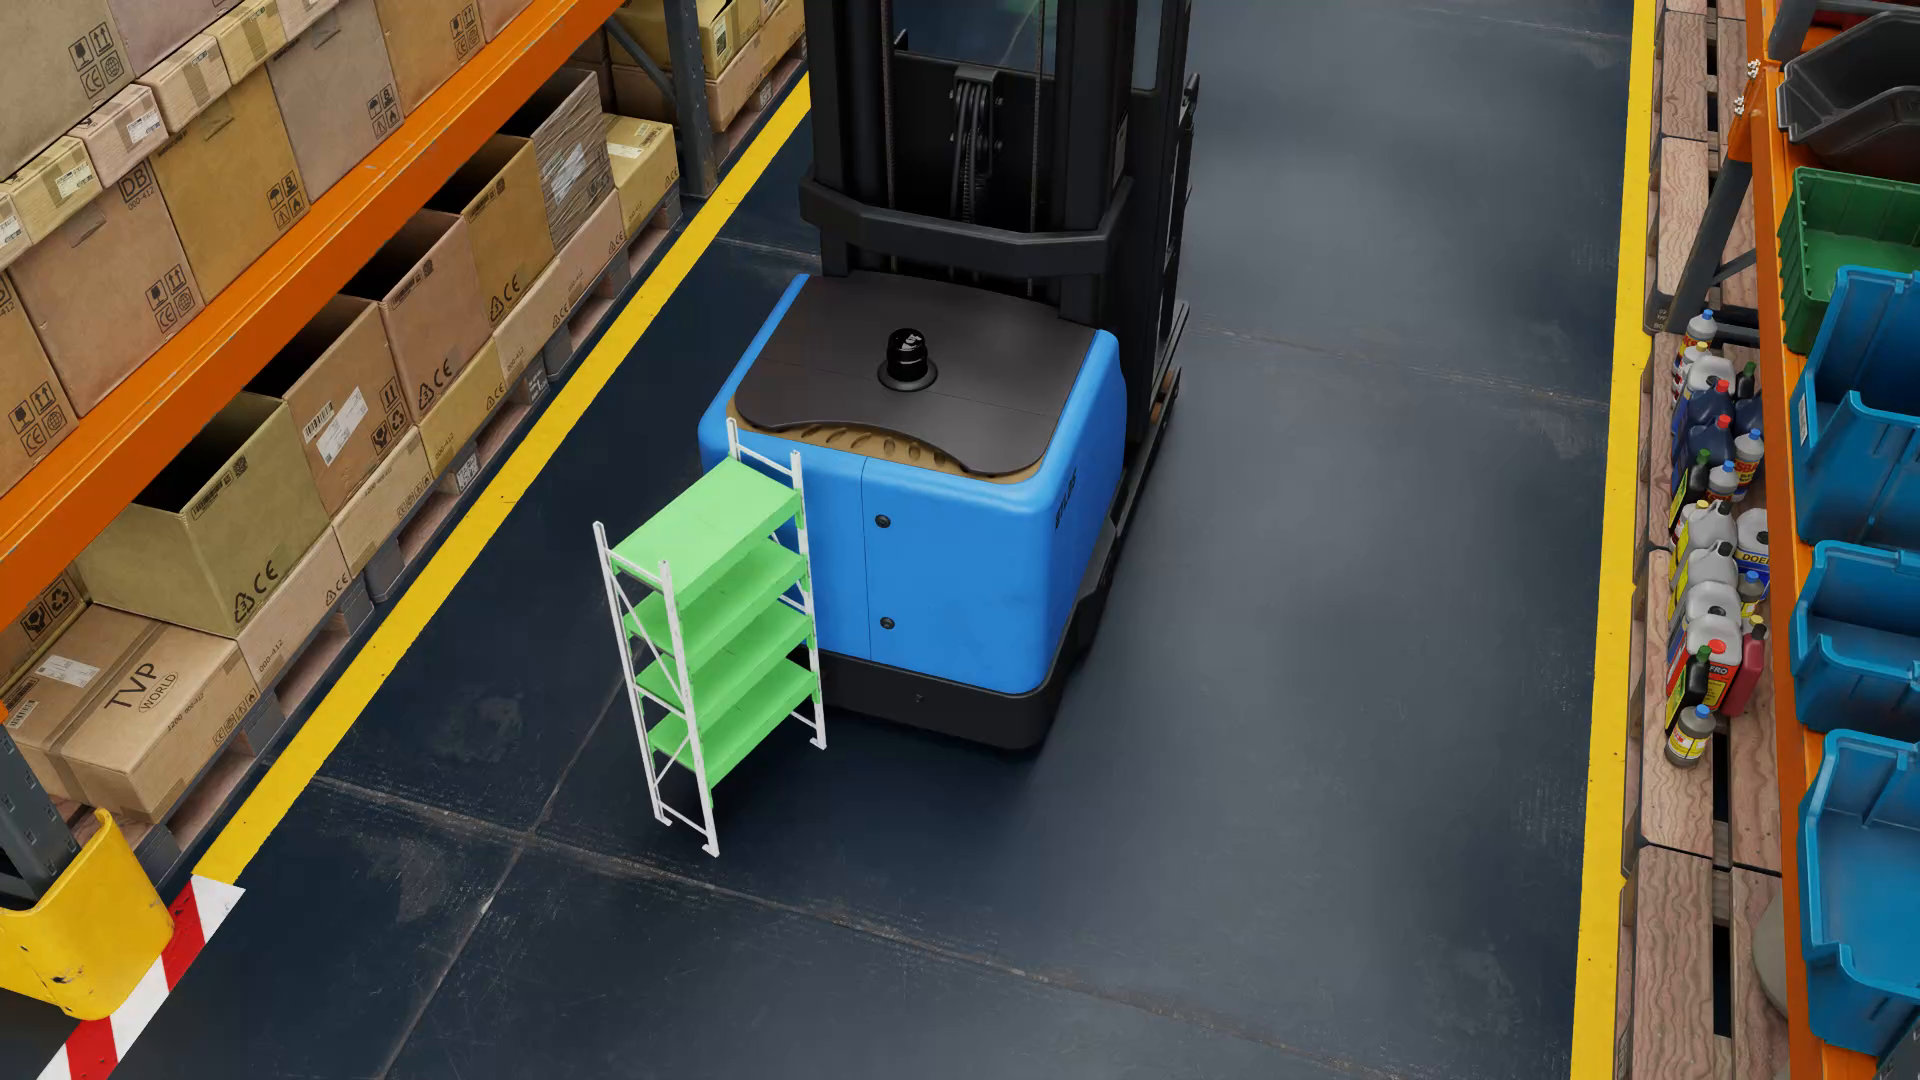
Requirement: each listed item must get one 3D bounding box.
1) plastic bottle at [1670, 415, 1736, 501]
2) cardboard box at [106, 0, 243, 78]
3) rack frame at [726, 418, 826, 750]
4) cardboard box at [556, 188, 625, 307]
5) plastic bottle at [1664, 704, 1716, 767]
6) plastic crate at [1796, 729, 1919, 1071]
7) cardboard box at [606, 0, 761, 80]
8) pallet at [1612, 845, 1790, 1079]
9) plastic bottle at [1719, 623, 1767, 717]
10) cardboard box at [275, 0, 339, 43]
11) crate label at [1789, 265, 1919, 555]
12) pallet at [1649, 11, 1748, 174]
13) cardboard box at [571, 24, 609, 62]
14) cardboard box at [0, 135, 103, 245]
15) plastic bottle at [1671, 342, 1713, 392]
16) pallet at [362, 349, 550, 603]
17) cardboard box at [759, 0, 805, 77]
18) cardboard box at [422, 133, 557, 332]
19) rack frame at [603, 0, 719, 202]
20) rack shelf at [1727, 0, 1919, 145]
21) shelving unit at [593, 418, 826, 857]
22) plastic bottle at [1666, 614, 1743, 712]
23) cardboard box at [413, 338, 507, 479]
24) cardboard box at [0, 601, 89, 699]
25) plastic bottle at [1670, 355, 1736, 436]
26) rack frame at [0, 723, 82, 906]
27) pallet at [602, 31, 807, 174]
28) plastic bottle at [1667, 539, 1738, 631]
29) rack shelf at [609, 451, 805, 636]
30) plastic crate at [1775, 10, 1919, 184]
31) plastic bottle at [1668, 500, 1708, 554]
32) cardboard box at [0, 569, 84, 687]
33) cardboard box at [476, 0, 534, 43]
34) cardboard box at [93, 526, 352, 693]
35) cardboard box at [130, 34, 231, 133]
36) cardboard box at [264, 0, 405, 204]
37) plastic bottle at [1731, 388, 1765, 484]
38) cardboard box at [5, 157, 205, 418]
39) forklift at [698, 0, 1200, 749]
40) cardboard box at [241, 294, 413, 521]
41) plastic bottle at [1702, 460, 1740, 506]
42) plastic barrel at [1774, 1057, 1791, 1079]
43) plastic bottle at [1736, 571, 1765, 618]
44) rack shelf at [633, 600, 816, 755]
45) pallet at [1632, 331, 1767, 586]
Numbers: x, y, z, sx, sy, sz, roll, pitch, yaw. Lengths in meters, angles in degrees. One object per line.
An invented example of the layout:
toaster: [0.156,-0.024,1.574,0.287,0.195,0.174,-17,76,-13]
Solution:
plastic bottle: [2.460,-0.281,5.472,0.144,0.351,0.185,11,45,11]
cardboard box: [-2.298,-1.563,4.203,0.700,0.500,0.500,13,46,13]
rack frame: [-0.511,0.160,4.728,0.240,1.200,0.015,27,50,25]
cardboard box: [-1.655,-1.179,6.475,0.500,0.250,0.500,13,46,13]
plastic bottle: [2.084,0.546,4.734,0.097,0.201,0.097,0,44,0]
plastic crate: [1.812,0.676,3.021,0.499,0.251,0.616,13,46,13]
cardboard box: [-1.200,-2.288,7.209,0.500,0.311,0.500,13,46,13]
pallet: [2.175,1.416,4.152,1.003,0.211,1.213,13,46,13]
plastic bottle: [2.288,0.377,4.848,0.061,0.283,0.133,13,46,13]
cardboard box: [-1.983,-1.540,4.643,0.380,0.149,0.250,13,46,13]
crate label: [2.246,-0.277,3.863,0.502,0.435,0.616,13,46,13]
pallet: [3.726,-1.997,7.640,1.003,0.211,1.213,13,46,13]
cardboard box: [-1.713,-2.396,7.319,0.500,0.311,0.500,13,46,13]
cardboard box: [-2.295,-0.858,3.946,0.380,0.149,0.250,13,46,13]
plastic bottle: [2.612,-0.616,5.921,0.097,0.201,0.097,0,44,0]
pallet: [-2.211,-0.364,5.971,1.003,0.211,1.213,13,46,13]
cardboard box: [-1.048,-2.422,7.746,0.500,0.250,0.500,14,46,14]
cardboard box: [-1.805,-1.113,5.872,0.500,0.500,0.500,13,46,13]
rack frame: [-1.562,-2.698,6.362,1.000,3.000,0.127,13,46,13]
rack shelf: [3.763,-2.722,6.902,1.077,0.370,4.000,13,46,13]
shelving unit: [-0.655,0.298,4.587,0.258,1.200,0.503,27,50,25]
plastic bottle: [2.187,0.357,4.873,0.152,0.276,0.135,13,46,13]
cardboard box: [-1.943,-0.509,5.791,0.500,0.250,0.500,13,46,13]
cardboard box: [-2.893,0.381,4.882,0.500,0.250,0.500,13,46,13]
plastic bottle: [2.571,-0.489,5.738,0.152,0.276,0.135,14,46,14]
rack frame: [-2.774,-0.032,3.638,1.000,3.000,0.127,13,46,13]
pallet: [-1.376,-2.201,7.848,1.003,0.211,1.213,13,46,13]
plastic bottle: [2.275,0.127,5.055,0.144,0.351,0.185,14,46,14]
rack shelf: [-0.655,0.001,4.296,0.258,0.148,0.480,27,50,25]
plastic crate: [2.878,-1.302,4.980,0.767,0.338,0.504,13,46,13]
plastic bottle: [2.352,-0.044,5.336,0.097,0.201,0.097,0,44,0]
cardboard box: [-2.895,0.113,4.620,0.500,0.500,0.500,13,46,13]
cardboard box: [-1.844,-2.084,5.663,0.700,0.500,0.500,12,46,12]
cardboard box: [-2.251,0.157,5.111,0.500,0.250,0.500,13,46,13]
cardboard box: [-2.138,-1.204,4.300,0.380,0.149,0.250,11,45,11]
cardboard box: [-2.154,-1.408,4.973,0.700,0.500,0.500,14,46,14]
plastic bottle: [2.655,-0.376,5.569,0.144,0.351,0.185,13,46,13]
cardboard box: [-2.466,-0.727,4.277,0.700,0.500,0.500,14,46,14]
forklift: [0.190,-1.468,5.154,1.130,2.935,3.031,12,46,12]
cardboard box: [-2.110,-0.447,5.192,0.500,0.500,0.500,13,46,13]
plastic bottle: [2.451,-0.146,5.391,0.097,0.271,0.097,0,44,0]
plastic barrel: [2.072,1.304,3.751,0.421,0.512,0.421,0,44,0]
plastic bottle: [2.404,0.176,5.111,0.097,0.201,0.097,0,44,0]
rack shelf: [-0.655,0.344,4.632,0.258,0.148,0.480,27,50,25]
pallet: [2.914,-0.211,5.814,1.003,0.211,1.213,13,46,13]
